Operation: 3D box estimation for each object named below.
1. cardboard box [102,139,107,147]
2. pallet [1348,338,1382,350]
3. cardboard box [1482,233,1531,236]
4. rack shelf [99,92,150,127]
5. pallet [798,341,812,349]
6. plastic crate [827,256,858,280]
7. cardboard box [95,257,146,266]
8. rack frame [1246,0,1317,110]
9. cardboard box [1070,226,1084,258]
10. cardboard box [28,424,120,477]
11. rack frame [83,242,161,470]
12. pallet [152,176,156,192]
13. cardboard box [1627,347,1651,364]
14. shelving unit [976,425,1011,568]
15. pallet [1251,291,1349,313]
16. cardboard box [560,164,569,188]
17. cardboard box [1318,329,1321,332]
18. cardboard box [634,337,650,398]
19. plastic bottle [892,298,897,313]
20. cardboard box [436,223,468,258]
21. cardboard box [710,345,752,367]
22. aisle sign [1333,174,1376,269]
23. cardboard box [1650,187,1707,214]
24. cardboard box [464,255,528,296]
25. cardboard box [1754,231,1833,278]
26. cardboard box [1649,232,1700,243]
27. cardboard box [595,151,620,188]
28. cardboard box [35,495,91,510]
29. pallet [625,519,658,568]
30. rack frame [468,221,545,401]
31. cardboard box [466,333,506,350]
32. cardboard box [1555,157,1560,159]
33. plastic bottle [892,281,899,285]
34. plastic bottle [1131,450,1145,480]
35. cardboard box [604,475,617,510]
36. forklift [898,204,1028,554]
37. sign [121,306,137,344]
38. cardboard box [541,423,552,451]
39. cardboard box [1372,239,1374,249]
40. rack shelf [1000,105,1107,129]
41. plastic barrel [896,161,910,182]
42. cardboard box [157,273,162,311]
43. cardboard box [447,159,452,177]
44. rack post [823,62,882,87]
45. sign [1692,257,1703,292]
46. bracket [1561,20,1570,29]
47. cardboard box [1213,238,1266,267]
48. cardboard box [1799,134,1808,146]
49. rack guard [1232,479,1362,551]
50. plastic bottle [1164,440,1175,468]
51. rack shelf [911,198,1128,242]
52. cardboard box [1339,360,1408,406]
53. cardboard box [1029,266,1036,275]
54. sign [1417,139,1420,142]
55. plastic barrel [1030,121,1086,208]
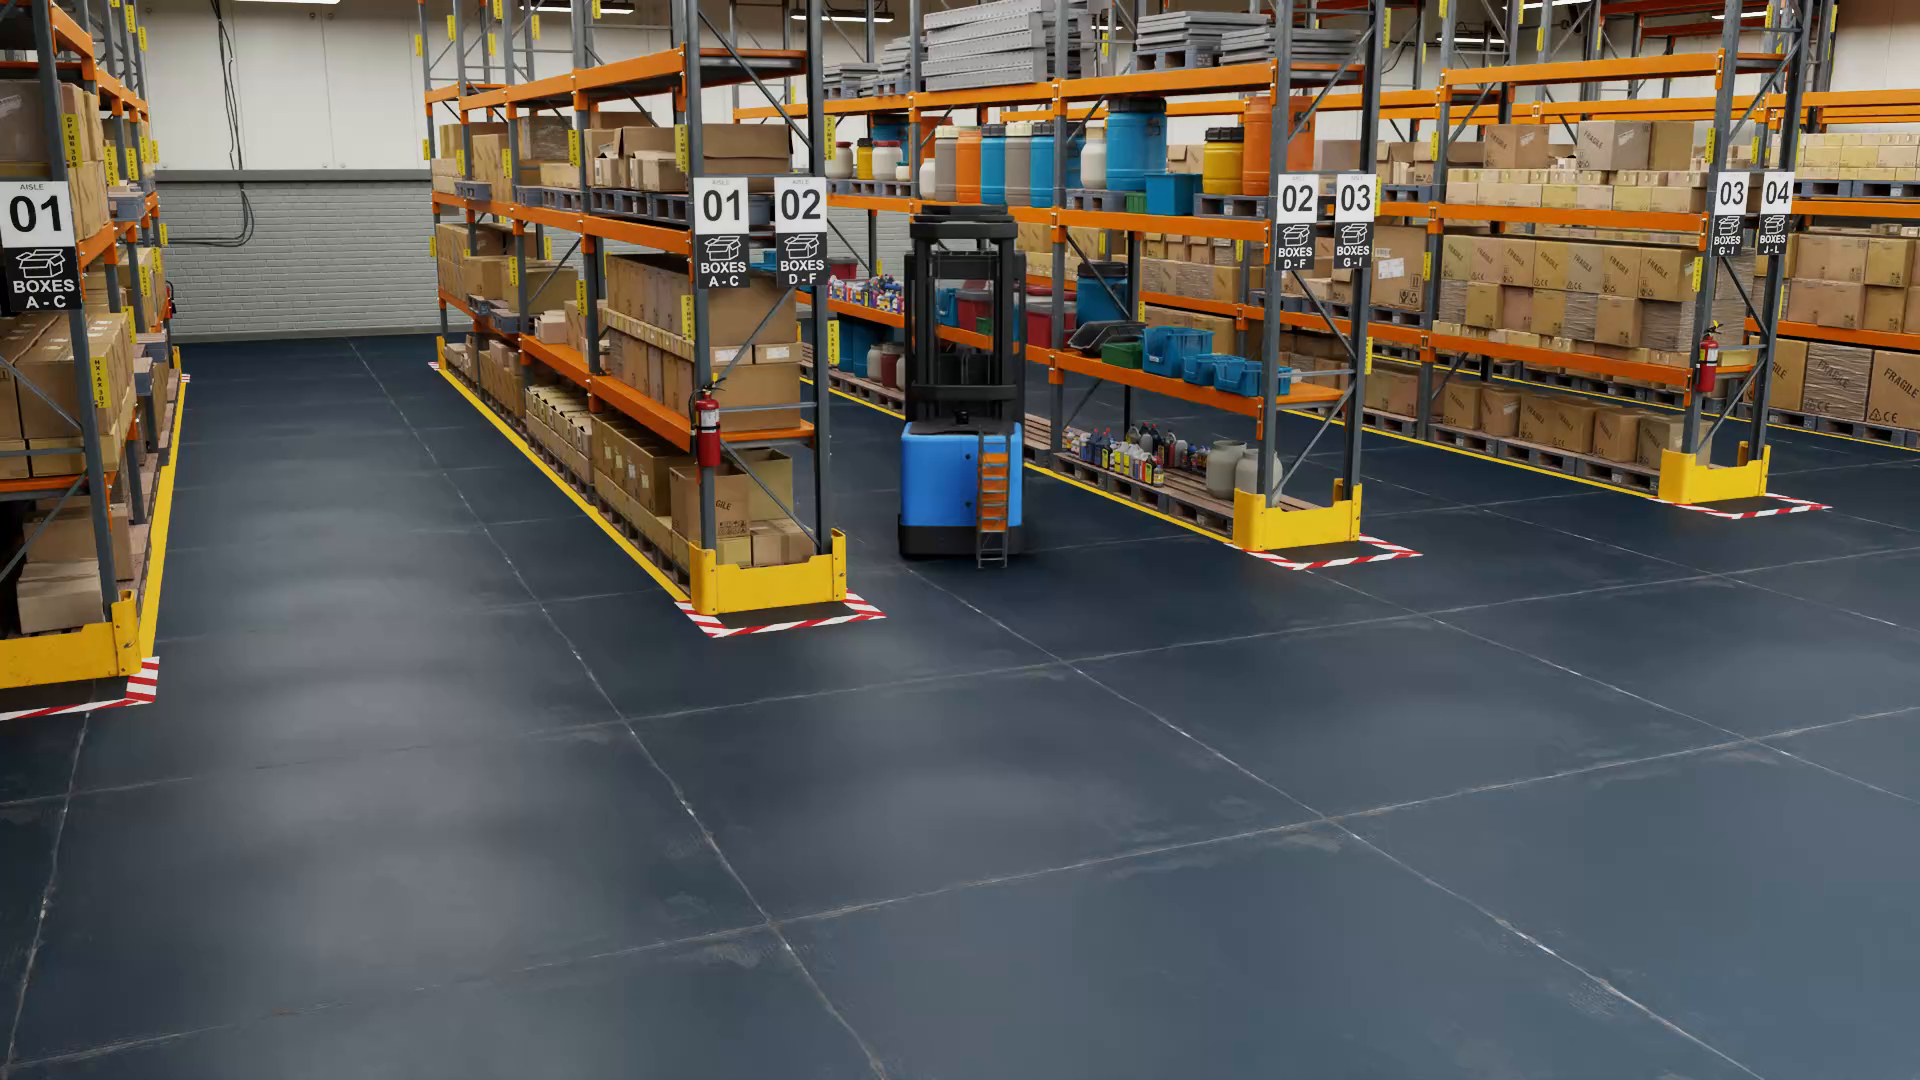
[{"bbox_3d":[-9.460,-4.010,17.693,0.700,0.500,0.500,-7,15,-27],"label":"cardboard box"},{"bbox_3d":[7.080,-3.565,29.805,1.003,0.211,1.213,-6,14,-23],"label":"pallet"},{"bbox_3d":[6.434,-3.321,19.467,0.500,0.500,0.500,-6,14,-23],"label":"cardboard box"},{"bbox_3d":[-11.620,-5.809,22.496,1.077,0.370,4.000,-6,14,-23],"label":"rack shelf"},{"bbox_3d":[-3.049,-3.208,28.261,1.003,0.211,1.213,-6,14,-23],"label":"pallet"},{"bbox_3d":[-1.870,-4.181,26.008,0.402,0.464,0.583,-6,14,-23],"label":"plastic crate"},{"bbox_3d":[-9.582,-3.092,18.988,0.500,0.250,0.500,-6,14,-23],"label":"cardboard box"},{"bbox_3d":[4.399,-6.457,22.813,1.000,3.000,0.127,-6,14,-23],"label":"rack frame"},{"bbox_3d":[2.171,-4.973,27.713,0.500,0.500,0.500,-5,14,-22],"label":"cardboard box"},{"bbox_3d":[-5.917,-0.606,11.123,0.500,0.250,0.500,-6,14,-25],"label":"cardboard box"},{"bbox_3d":[-9.217,-2.192,17.690,1.000,3.000,0.127,-6,14,-23],"label":"rack frame"},{"bbox_3d":[-12.115,-5.111,23.845,1.003,0.211,1.213,-6,14,-23],"label":"pallet"},{"bbox_3d":[7.053,-1.898,16.976,0.380,0.149,0.250,-6,14,-23],"label":"cardboard box"},{"bbox_3d":[0.273,-0.348,13.681,0.258,1.200,0.189,-1,26,-4],"label":"shelving unit"},{"bbox_3d":[4.782,-3.303,22.916,1.213,0.211,1.003,-6,14,-23],"label":"pallet"},{"bbox_3d":[-4.001,-3.919,17.899,0.500,0.250,0.500,-6,14,-24],"label":"cardboard box"},{"bbox_3d":[6.726,-3.829,30.154,0.380,0.149,0.250,-6,14,-24],"label":"cardboard box"},{"bbox_3d":[-2.479,-1.559,14.733,0.700,0.500,0.500,-5,14,-22],"label":"cardboard box"},{"bbox_3d":[-0.853,-3.129,22.176,0.097,0.201,0.097,0,13,0],"label":"plastic bottle"},{"bbox_3d":[-7.948,-4.714,26.145,0.500,0.500,0.500,-5,14,-21],"label":"cardboard box"},{"bbox_3d":[-1.802,-1.414,12.667,0.380,0.149,0.250,-6,14,-24],"label":"cardboard box"},{"bbox_3d":[3.362,-2.712,14.172,0.394,0.787,0.004,-6,14,-23],"label":"aisle sign"},{"bbox_3d":[7.178,-3.347,16.358,0.500,0.250,0.500,-5,14,-22],"label":"cardboard box"},{"bbox_3d":[-6.297,-3.602,22.628,0.700,0.500,0.500,-12,18,-42],"label":"cardboard box"},{"bbox_3d":[10.703,-3.655,21.282,0.875,0.550,0.550,-6,14,-23],"label":"cardboard box"},{"bbox_3d":[9.972,-3.984,22.990,0.700,0.500,0.500,-6,14,-23],"label":"cardboard box"},{"bbox_3d":[-2.901,-3.265,14.630,0.500,0.311,0.500,-6,15,-26],"label":"cardboard box"},{"bbox_3d":[-7.162,-0.152,13.440,0.500,0.500,0.500,-7,15,-27],"label":"cardboard box"},{"bbox_3d":[-2.304,-0.035,14.553,1.003,0.211,1.213,-6,14,-23],"label":"pallet"},{"bbox_3d":[-6.282,-3.467,23.197,1.000,3.000,0.127,-6,14,-23],"label":"rack frame"},{"bbox_3d":[-7.039,-2.853,25.104,0.797,0.503,0.637,-6,14,-23],"label":"cardboard box"},{"bbox_3d":[11.328,-7.008,30.991,0.396,0.266,0.258,-5,14,-21],"label":"cardboard box"},{"bbox_3d":[-0.939,-3.621,24.139,0.152,0.276,0.135,-6,14,-23],"label":"plastic bottle"},{"bbox_3d":[1.796,-0.745,16.500,0.152,0.276,0.135,-6,14,-25],"label":"plastic bottle"},{"bbox_3d":[-2.974,-0.452,15.338,0.500,0.250,0.500,-6,14,-23],"label":"cardboard box"},{"bbox_3d":[0.056,-1.581,15.199,1.130,2.935,3.031,0,13,2],"label":"forklift"},{"bbox_3d":[-7.120,-1.838,14.240,0.100,0.325,0.005,-6,14,-23],"label":"sign"},{"bbox_3d":[-4.323,-1.160,18.397,0.500,0.250,0.500,-6,14,-24],"label":"cardboard box"},{"bbox_3d":[7.118,-5.037,28.288,0.380,0.149,0.250,-5,14,-20],"label":"cardboard box"},{"bbox_3d":[1.995,-7.152,28.295,1.077,0.370,4.000,-6,14,-23],"label":"rack shelf"},{"bbox_3d":[-0.703,-4.894,22.086,0.301,0.262,0.301,0,13,0],"label":"plastic barrel"},{"bbox_3d":[-11.309,-3.430,22.371,0.980,0.700,0.700,-6,14,-24],"label":"cardboard box"},{"bbox_3d":[-7.121,-5.382,24.042,0.500,0.250,0.500,-6,14,-23],"label":"cardboard box"},{"bbox_3d":[-1.433,-6.623,23.695,0.937,0.300,0.954,-6,14,-24],"label":"rack post"},{"bbox_3d":[7.087,-2.554,15.983,0.100,0.325,0.005,-6,14,-23],"label":"sign"},{"bbox_3d":[14.075,-11.900,38.347,0.235,0.232,0.430,-6,14,-23],"label":"bracket"},{"bbox_3d":[4.121,-4.224,24.024,0.797,0.503,0.637,-5,14,-21],"label":"cardboard box"},{"bbox_3d":[10.524,-4.957,20.620,0.380,0.149,0.250,-6,14,-23],"label":"cardboard box"},{"bbox_3d":[2.992,-0.228,14.746,1.175,0.500,0.348,-6,14,-23],"label":"rack guard"},{"bbox_3d":[2.155,-0.895,17.131,0.061,0.283,0.133,-6,14,-23],"label":"plastic bottle"},{"bbox_3d":[0.662,-3.785,19.514,1.077,0.370,4.000,-6,14,-23],"label":"rack shelf"},{"bbox_3d":[5.377,-2.049,21.640,0.700,0.500,0.500,-7,15,-28],"label":"cardboard box"},{"bbox_3d":[1.447,-4.750,29.296,0.380,0.149,0.250,-6,14,-24],"label":"cardboard box"},{"bbox_3d":[7.889,-6.744,28.684,0.100,0.325,0.005,-6,14,-23],"label":"sign"},{"bbox_3d":[1.060,-4.052,17.960,0.600,0.901,0.708,-6,14,-23],"label":"plastic barrel"}]
